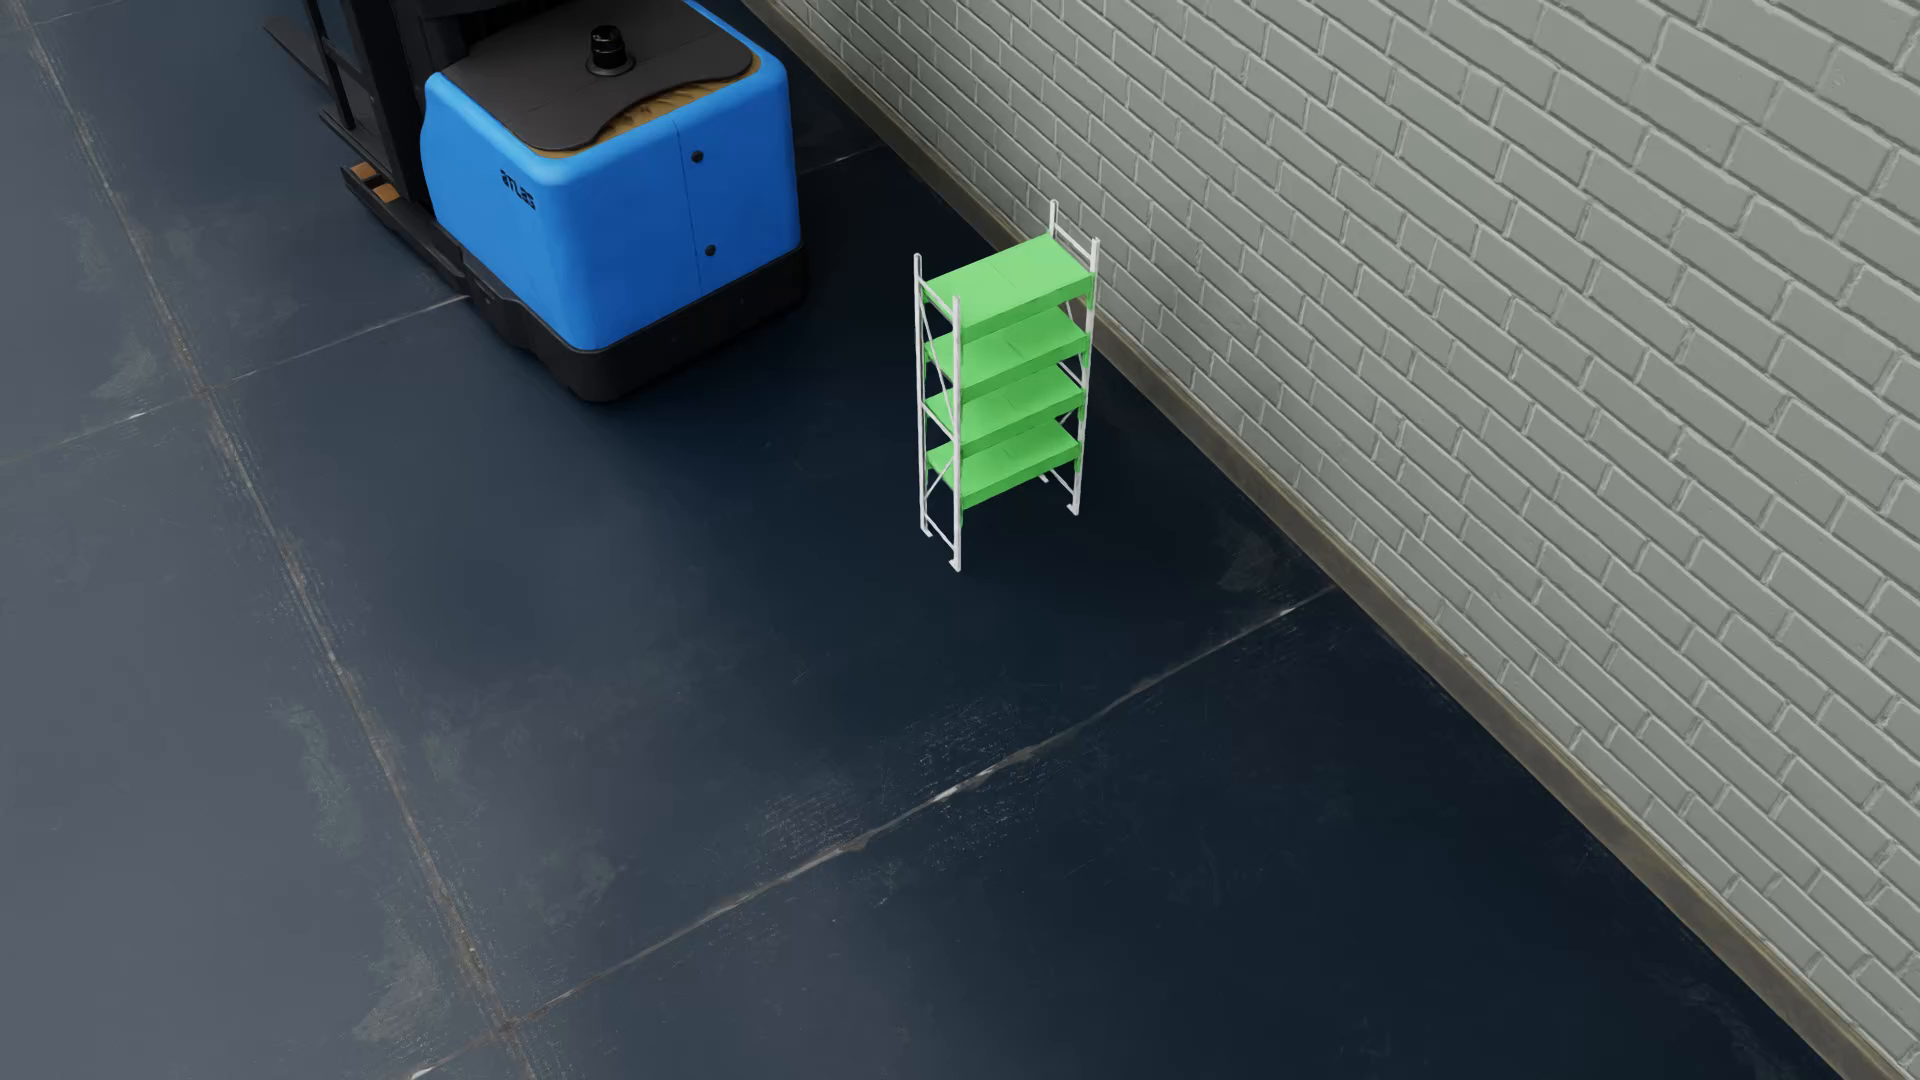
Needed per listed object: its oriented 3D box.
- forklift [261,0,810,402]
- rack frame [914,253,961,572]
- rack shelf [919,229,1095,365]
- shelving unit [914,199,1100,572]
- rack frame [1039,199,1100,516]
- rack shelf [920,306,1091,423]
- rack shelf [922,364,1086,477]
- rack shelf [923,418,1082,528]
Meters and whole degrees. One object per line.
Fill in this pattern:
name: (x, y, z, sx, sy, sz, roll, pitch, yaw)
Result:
forklift: (-1.935, -2.509, 6.022, 1.130, 2.935, 3.031, -33, 56, -26)
rack frame: (-0.066, -0.368, 5.274, 0.015, 1.200, 0.240, -25, 53, -21)
rack shelf: (0.140, -0.742, 5.050, 0.480, 0.148, 0.258, -25, 53, -21)
shelving unit: (0.140, -0.465, 5.361, 0.503, 1.200, 0.258, -25, 53, -21)
rack frame: (0.346, -0.562, 5.447, 0.015, 1.200, 0.240, -25, 53, -21)
rack shelf: (0.140, -0.582, 5.229, 0.480, 0.148, 0.258, -25, 53, -21)
rack shelf: (0.140, -0.422, 5.408, 0.480, 0.148, 0.258, -25, 53, -21)
rack shelf: (0.140, -0.263, 5.588, 0.480, 0.148, 0.258, -25, 53, -21)
